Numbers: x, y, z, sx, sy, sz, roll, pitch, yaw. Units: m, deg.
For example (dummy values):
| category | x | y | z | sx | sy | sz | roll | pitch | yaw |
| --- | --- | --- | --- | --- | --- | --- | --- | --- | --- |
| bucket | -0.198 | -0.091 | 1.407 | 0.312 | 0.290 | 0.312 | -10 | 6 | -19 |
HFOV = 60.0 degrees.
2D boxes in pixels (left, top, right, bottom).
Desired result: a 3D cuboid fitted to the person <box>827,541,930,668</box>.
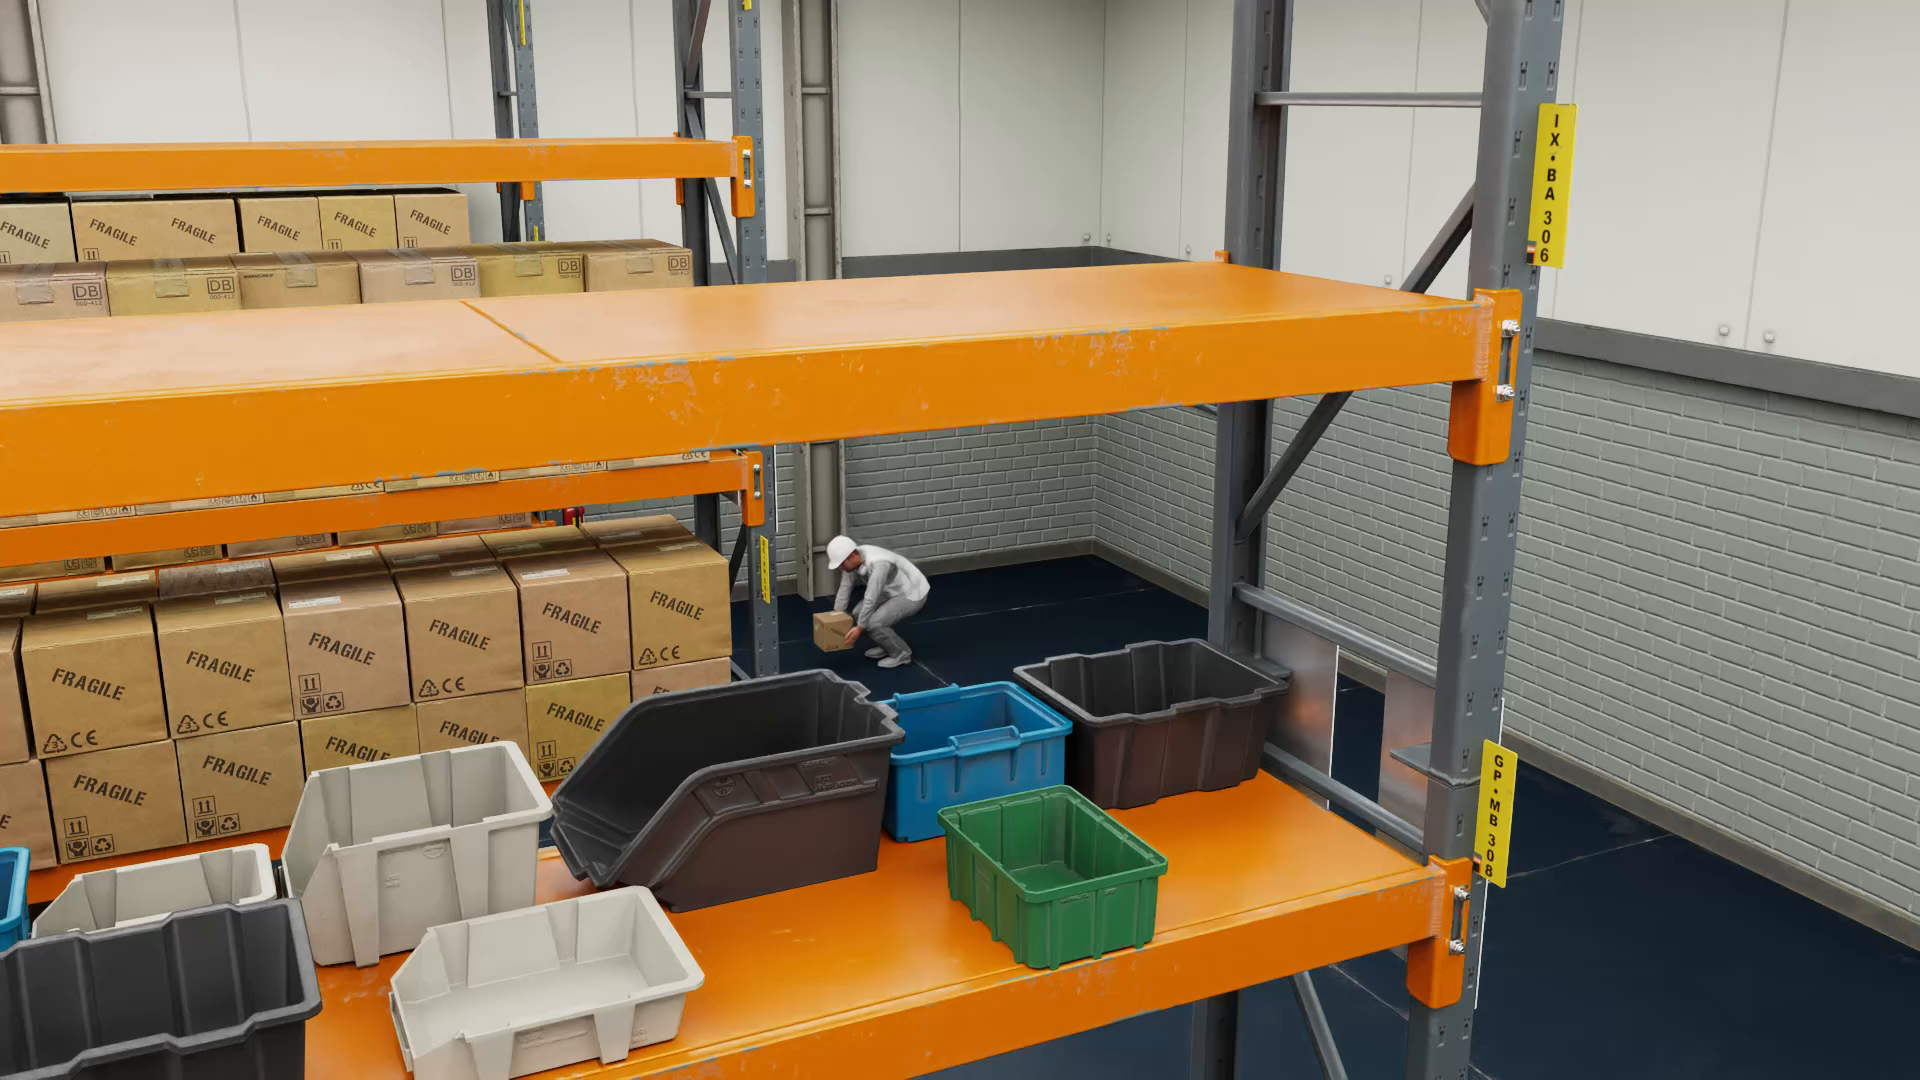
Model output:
| category | x | y | z | sx | sy | sz | roll | pitch | yaw |
| --- | --- | --- | --- | --- | --- | --- | --- | --- | --- |
| person | -0.673 | 0.491 | 13.477 | 0.871 | 1.085 | 0.552 | -7 | 17 | -25 |
